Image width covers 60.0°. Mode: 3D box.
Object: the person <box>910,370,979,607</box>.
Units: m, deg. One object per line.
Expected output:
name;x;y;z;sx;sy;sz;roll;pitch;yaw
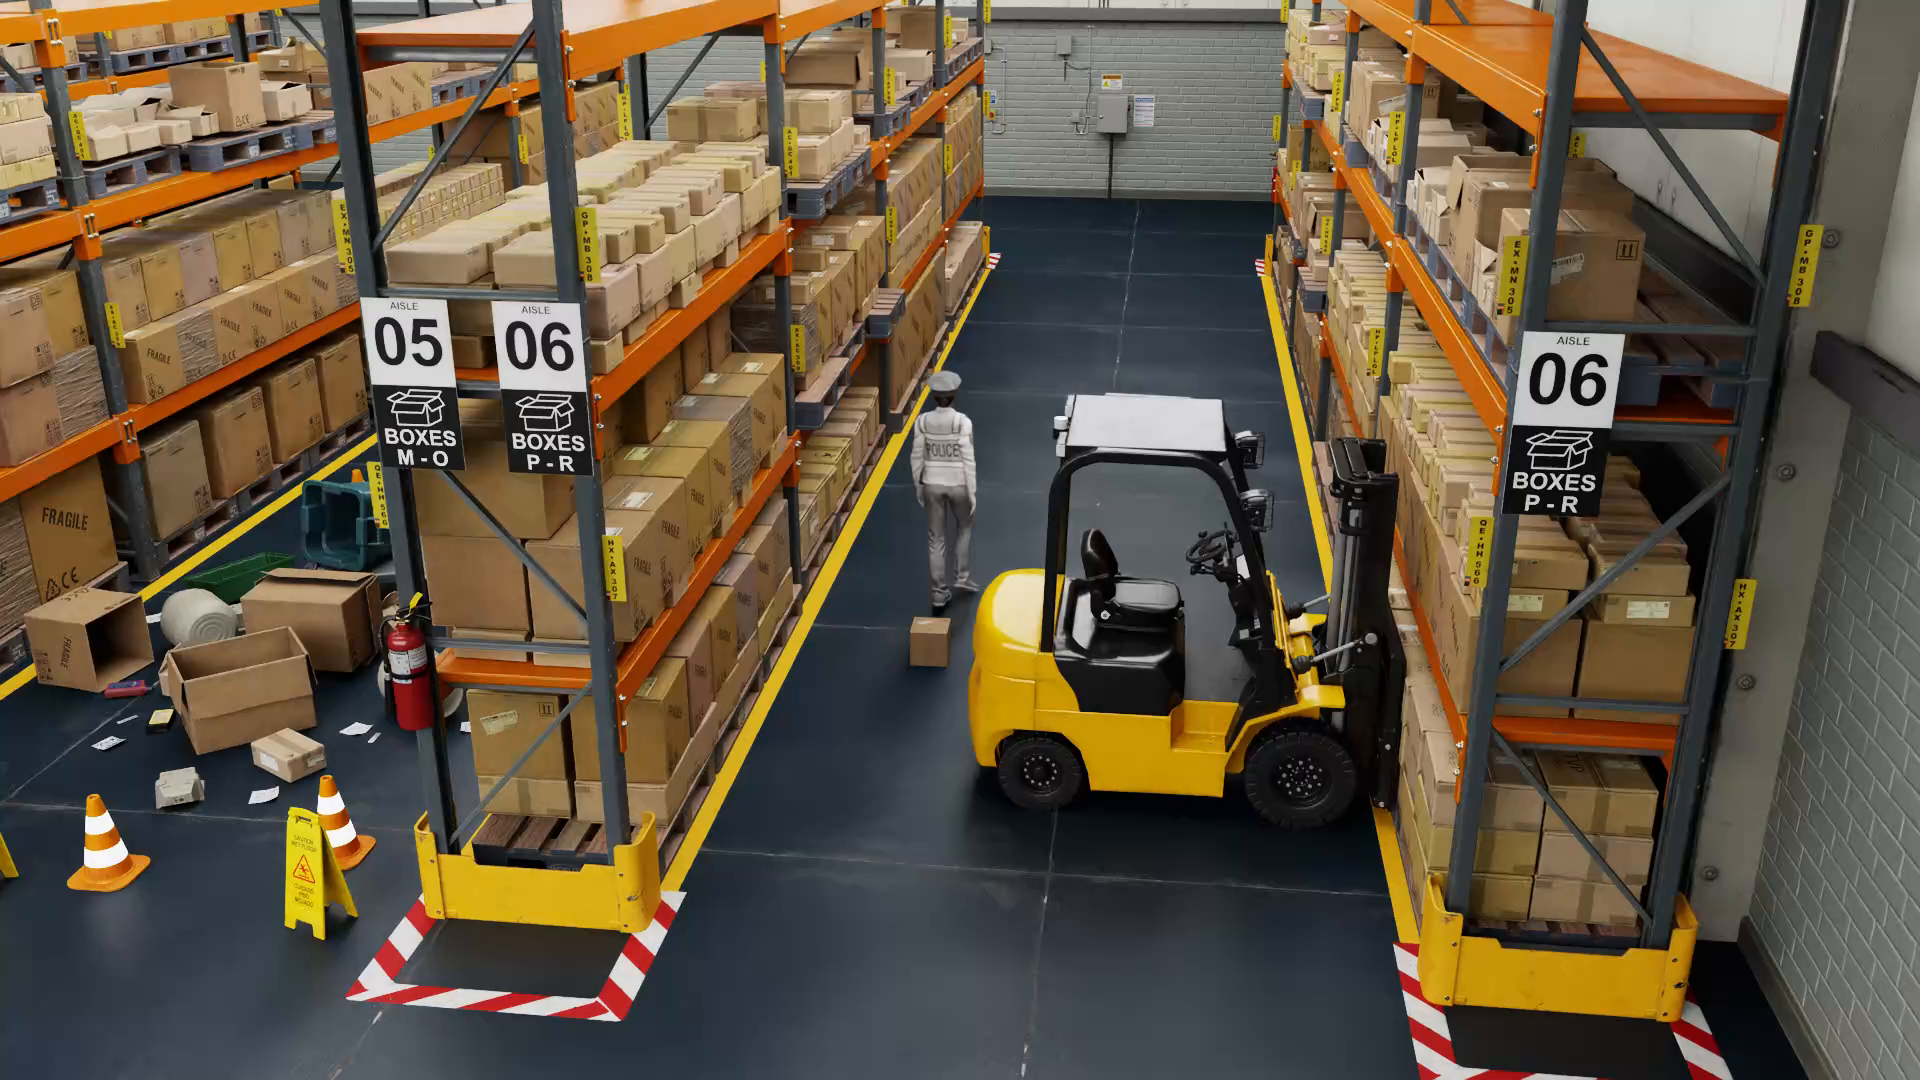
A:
person;-0.117;-0.342;11.973;0.508;1.715;0.571;3;22;9
